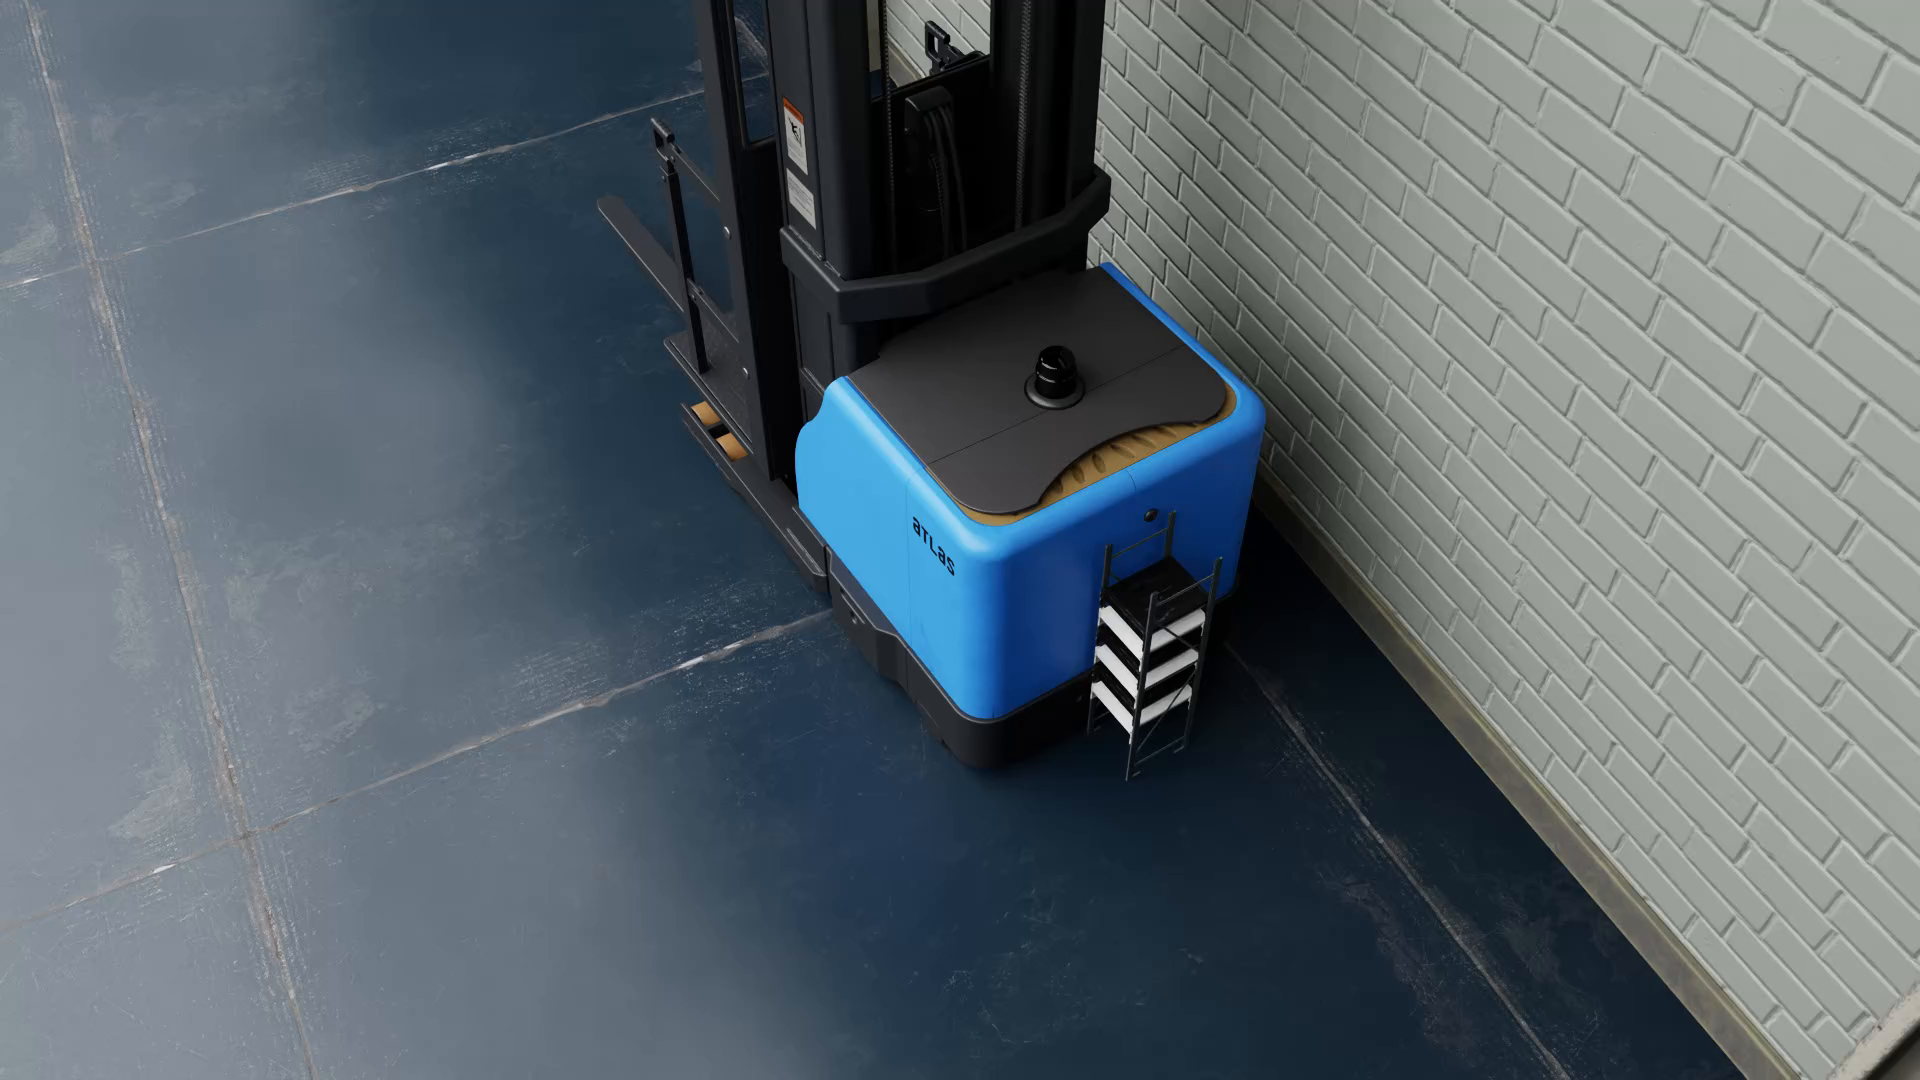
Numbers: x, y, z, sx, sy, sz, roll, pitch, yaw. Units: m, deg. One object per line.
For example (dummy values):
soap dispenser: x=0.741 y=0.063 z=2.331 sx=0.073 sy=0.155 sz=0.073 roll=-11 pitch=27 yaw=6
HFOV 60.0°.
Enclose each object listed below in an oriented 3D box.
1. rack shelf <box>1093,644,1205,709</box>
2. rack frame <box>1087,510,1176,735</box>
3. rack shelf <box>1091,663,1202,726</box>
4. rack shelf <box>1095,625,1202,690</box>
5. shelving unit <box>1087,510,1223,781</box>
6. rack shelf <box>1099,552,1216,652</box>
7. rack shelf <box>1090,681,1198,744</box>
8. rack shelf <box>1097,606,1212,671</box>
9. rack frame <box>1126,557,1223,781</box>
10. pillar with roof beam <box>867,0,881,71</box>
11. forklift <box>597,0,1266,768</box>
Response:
rack shelf: x=0.555 y=0.351 z=4.890 sx=0.258 sy=0.077 sz=0.200 roll=-26 pitch=54 yaw=-21
rack frame: x=0.500 y=0.265 z=4.921 sx=0.240 sy=0.900 sz=0.006 roll=-26 pitch=54 yaw=-21
rack shelf: x=0.555 y=0.410 z=4.958 sx=0.258 sy=0.077 sz=0.200 roll=-26 pitch=54 yaw=-21
rack shelf: x=0.555 y=0.291 z=4.822 sx=0.258 sy=0.077 sz=0.200 roll=-26 pitch=54 yaw=-21
shelving unit: x=0.555 y=0.329 z=4.865 sx=0.258 sy=0.900 sz=0.210 roll=-26 pitch=54 yaw=-21
rack shelf: x=0.555 y=0.173 z=4.687 sx=0.258 sy=0.077 sz=0.200 roll=-26 pitch=54 yaw=-21
rack shelf: x=0.555 y=0.469 z=5.025 sx=0.258 sy=0.077 sz=0.200 roll=-26 pitch=54 yaw=-21
rack shelf: x=0.555 y=0.232 z=4.754 sx=0.258 sy=0.077 sz=0.200 roll=-26 pitch=54 yaw=-21
rack frame: x=0.611 y=0.393 z=4.809 sx=0.240 sy=0.900 sz=0.006 roll=-26 pitch=54 yaw=-21
pillar with roof beam: x=-4.382 y=-3.747 z=3.049 sx=9.100 sy=9.000 sz=0.400 roll=-21 pitch=52 yaw=-18
forklift: x=-0.345 y=-1.362 z=4.994 sx=1.130 sy=2.935 sz=3.031 roll=-26 pitch=54 yaw=-21
